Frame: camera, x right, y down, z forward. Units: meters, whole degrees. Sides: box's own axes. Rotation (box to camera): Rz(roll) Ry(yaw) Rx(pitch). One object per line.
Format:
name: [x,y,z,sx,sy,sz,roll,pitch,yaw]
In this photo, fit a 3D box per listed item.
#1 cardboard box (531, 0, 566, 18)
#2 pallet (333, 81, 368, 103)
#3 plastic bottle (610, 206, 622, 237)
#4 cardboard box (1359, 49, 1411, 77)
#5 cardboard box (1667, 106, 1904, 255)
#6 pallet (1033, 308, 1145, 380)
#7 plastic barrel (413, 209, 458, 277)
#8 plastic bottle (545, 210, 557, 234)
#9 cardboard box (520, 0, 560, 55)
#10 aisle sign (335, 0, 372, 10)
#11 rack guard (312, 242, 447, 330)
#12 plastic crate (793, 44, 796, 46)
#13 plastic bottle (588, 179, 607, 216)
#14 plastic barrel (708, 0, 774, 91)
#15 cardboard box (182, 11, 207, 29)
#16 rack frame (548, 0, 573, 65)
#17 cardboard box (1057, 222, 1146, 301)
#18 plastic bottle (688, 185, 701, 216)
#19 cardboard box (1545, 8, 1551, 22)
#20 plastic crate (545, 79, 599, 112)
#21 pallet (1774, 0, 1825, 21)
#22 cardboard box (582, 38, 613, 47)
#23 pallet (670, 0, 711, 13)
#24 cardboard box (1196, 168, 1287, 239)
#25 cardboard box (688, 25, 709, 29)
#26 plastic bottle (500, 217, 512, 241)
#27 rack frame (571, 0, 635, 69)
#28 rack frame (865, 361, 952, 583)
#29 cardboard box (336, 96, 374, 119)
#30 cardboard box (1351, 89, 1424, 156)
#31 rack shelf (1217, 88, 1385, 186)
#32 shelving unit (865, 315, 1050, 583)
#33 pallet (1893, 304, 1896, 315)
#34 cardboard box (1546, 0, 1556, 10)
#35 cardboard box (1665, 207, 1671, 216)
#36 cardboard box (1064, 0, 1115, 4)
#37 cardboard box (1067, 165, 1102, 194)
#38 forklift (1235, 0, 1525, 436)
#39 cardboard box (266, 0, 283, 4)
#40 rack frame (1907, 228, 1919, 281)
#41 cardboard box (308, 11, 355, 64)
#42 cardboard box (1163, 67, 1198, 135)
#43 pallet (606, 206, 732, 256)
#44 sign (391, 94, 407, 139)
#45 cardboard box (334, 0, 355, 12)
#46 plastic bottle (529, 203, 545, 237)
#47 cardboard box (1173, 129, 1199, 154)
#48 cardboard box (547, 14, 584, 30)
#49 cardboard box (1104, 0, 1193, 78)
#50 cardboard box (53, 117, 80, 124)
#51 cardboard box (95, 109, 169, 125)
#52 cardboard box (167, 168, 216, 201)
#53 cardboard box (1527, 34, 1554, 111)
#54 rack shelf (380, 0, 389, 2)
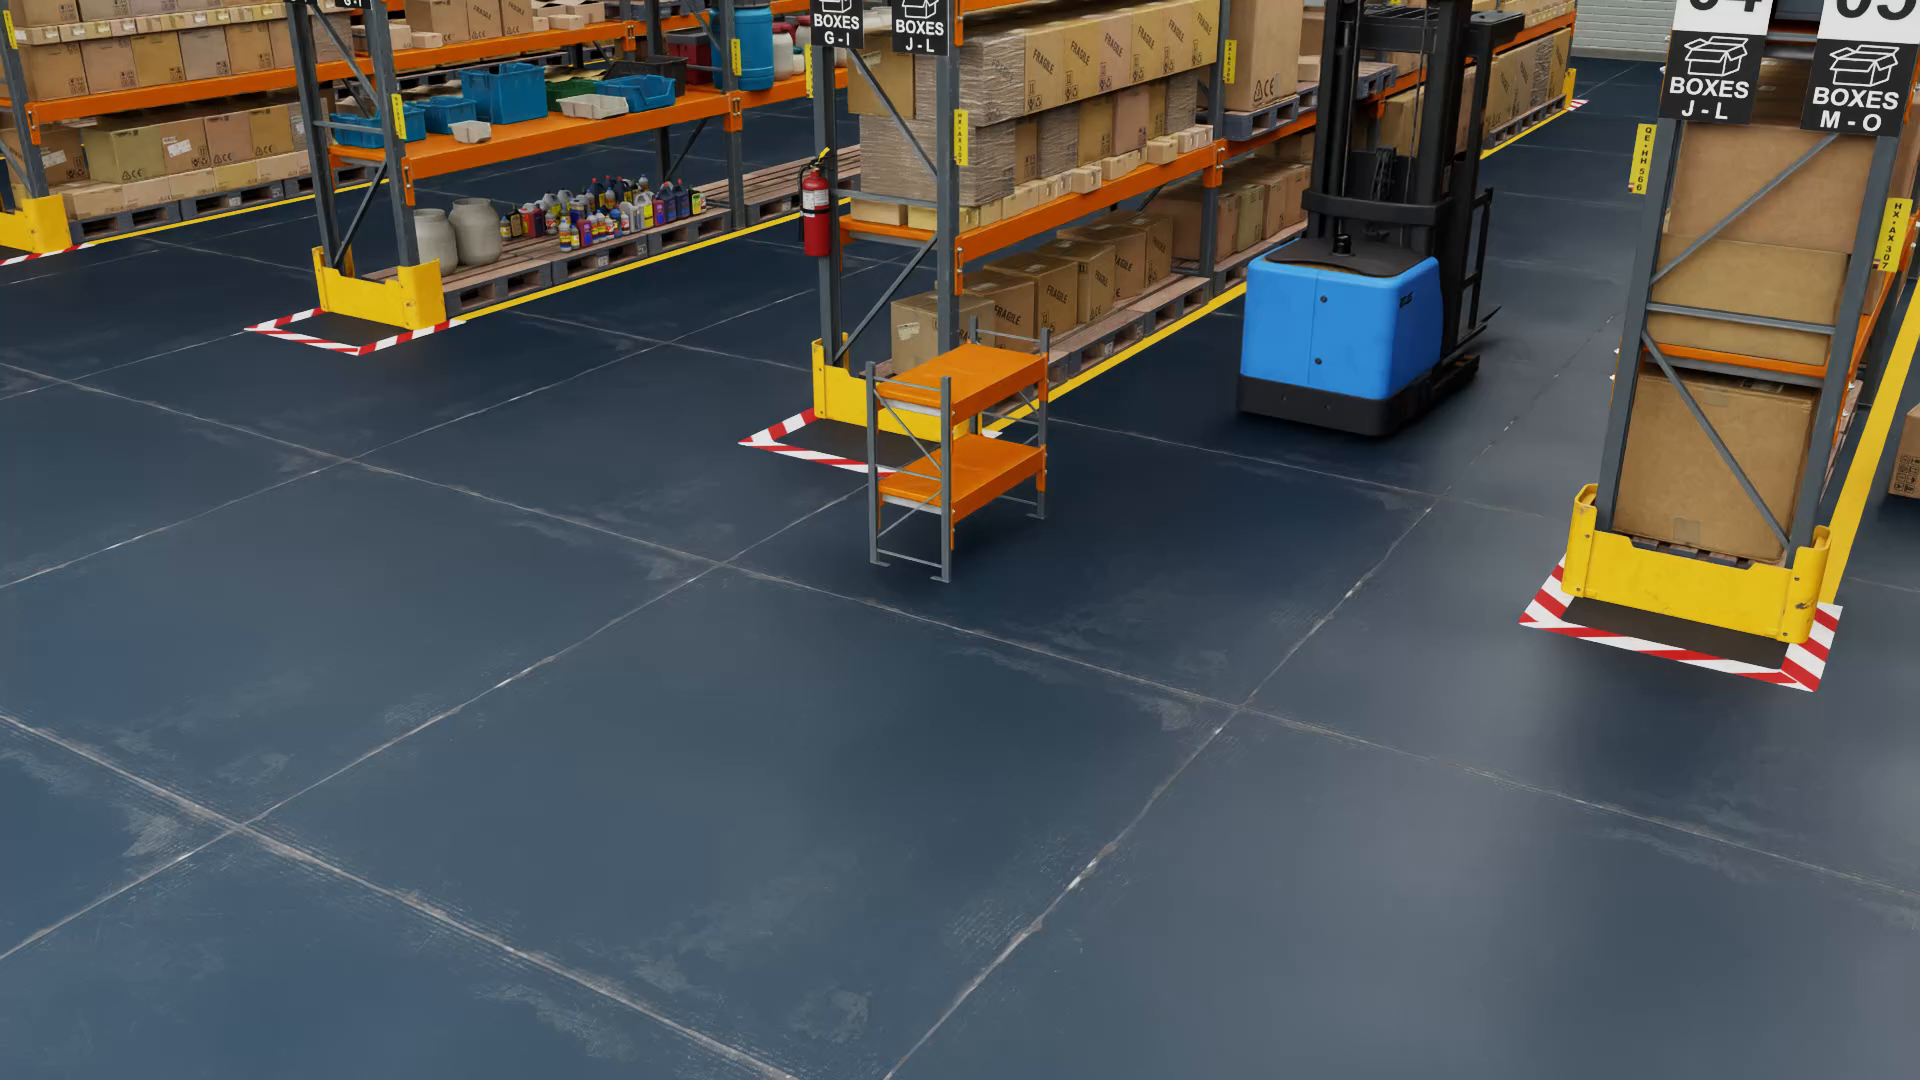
cardboard box: [-5.289,-6.598,20.828,0.500,0.311,0.500,14,27,28]
pallet: [-9.277,-6.394,23.755,1.003,0.211,1.213,14,27,29]
plastic bottle: [-3.105,-2.875,14.997,0.097,0.271,0.097,0,23,0]
cardboard box: [4.249,-4.976,16.843,0.500,0.500,0.500,15,27,30]
cardboard box: [3.931,-1.731,7.925,0.875,0.550,0.550,14,27,29]
pallet: [0.684,-1.546,12.556,1.003,0.211,1.213,14,27,29]
plastic barrel: [-4.384,-2.450,13.737,0.421,0.512,0.421,0,23,0]
plastic bottle: [-3.725,-2.897,15.135,0.097,0.201,0.097,0,23,0]
cardboard box: [-6.986,-8.247,26.702,0.750,0.750,0.750,14,27,30]
aisle sign: [-4.455,-4.268,12.062,0.394,0.787,0.004,14,27,29]
rack guard: [-4.666,-2.050,13.355,1.175,0.500,0.348,14,27,29]
plastic crate: [-1.878,-5.061,17.431,0.450,0.188,0.662,14,27,29]
plastic bottle: [-3.434,-3.248,15.758,0.144,0.351,0.185,13,26,27]
plastic barrel: [-2.095,-4.808,15.950,0.600,0.901,0.708,14,27,29]
cardboard box: [-7.671,-5.150,16.428,0.380,0.149,0.250,14,27,29]
rack frame: [-6.753,-9.287,26.928,1.000,3.000,0.127,14,27,29]
cardboard box: [1.111,-2.197,13.168,0.500,0.500,0.500,-18,29,-36]
plastic bottle: [-2.530,-3.235,15.812,0.061,0.283,0.133,15,28,32]
cardboard box: [7.399,-6.786,21.466,0.380,0.149,0.250,14,27,29]
plastic crate: [-3.512,-4.015,15.015,0.450,0.188,0.662,14,27,29]
pallet: [4.084,-2.638,7.904,1.003,0.211,1.213,14,27,29]
cardboard box: [-6.272,-8.564,27.874,0.700,0.500,0.500,14,27,30]
pallet: [-3.631,-7.470,22.971,1.003,0.211,1.213,14,27,29]
cardboard box: [2.556,-3.077,15.174,0.700,0.500,0.500,11,26,24]
cardboard box: [-3.532,-7.200,23.754,0.500,0.250,0.500,14,27,29]
plastic bottle: [-4.070,-2.791,14.889,0.097,0.201,0.097,0,23,0]
rack frame: [-4.653,-6.900,21.414,1.000,3.000,0.127,14,27,29]
rack frame: [-0.265,-0.347,8.635,0.500,1.125,0.032,14,27,29]
cardboard box: [-6.793,-4.935,19.102,0.500,0.311,0.500,14,27,29]
cardboard box: [4.143,-4.269,17.483,1.225,0.875,0.875,12,26,27]
rack shelf: [2.706,-3.818,15.200,1.077,0.370,4.000,14,27,29]
shelving unit: [0.004,-0.518,9.032,0.538,1.125,1.048,14,27,29]
pallet: [6.798,-1.810,13.165,1.003,0.211,1.213,14,27,29]
cardboard box: [7.415,-7.029,21.525,0.500,0.250,0.500,13,27,27]
cardboard box: [4.131,-1.443,8.620,0.875,0.550,0.550,14,27,29]
cardboard box: [0.936,-3.847,12.601,0.500,0.500,0.500,14,27,29]
cardboard box: [0.768,-2.540,11.658,0.380,0.149,0.250,14,27,29]
forklift: [3.079,-2.540,11.429,1.130,2.935,3.031,15,27,31]
cardboard box: [-7.257,-5.870,17.274,0.700,0.500,0.500,14,27,29]
rack frame: [7.922,-3.750,14.136,1.000,3.000,0.127,14,27,29]
cardboard box: [-6.991,-5.445,17.927,0.700,0.500,0.500,13,27,28]
cardboard box: [1.362,-3.517,13.097,0.875,0.500,0.500,14,27,29]
pallet: [-2.946,-3.014,15.945,1.003,0.211,1.213,14,27,29]
sign: [-4.201,-3.171,12.452,0.100,0.325,0.005,14,27,29]
cardboard box: [-6.724,-5.757,17.831,0.380,0.149,0.250,14,27,29]
plastic bottle: [-3.823,-2.885,15.005,0.061,0.283,0.133,14,27,29]
cardboard box: [1.648,-3.141,13.047,0.380,0.149,0.250,14,27,29]
cardboard box: [-4.892,-6.424,20.629,0.380,0.149,0.250,14,27,29]
cardboard box: [1.385,-3.736,12.345,0.500,0.500,0.500,14,27,29]
cardboard box: [-11.230,-5.302,20.735,0.380,0.166,0.250,10,25,22]
cardboard box: [-8.327,-4.059,16.840,0.500,0.500,0.500,14,27,29]
cardboard box: [-7.876,-3.604,16.732,0.500,0.250,0.500,14,27,29]
cardboard box: [7.232,-6.201,21.945,0.875,0.875,0.875,14,27,29]
rack shelf: [-3.611,-4.883,13.883,1.077,0.370,4.000,14,27,29]
